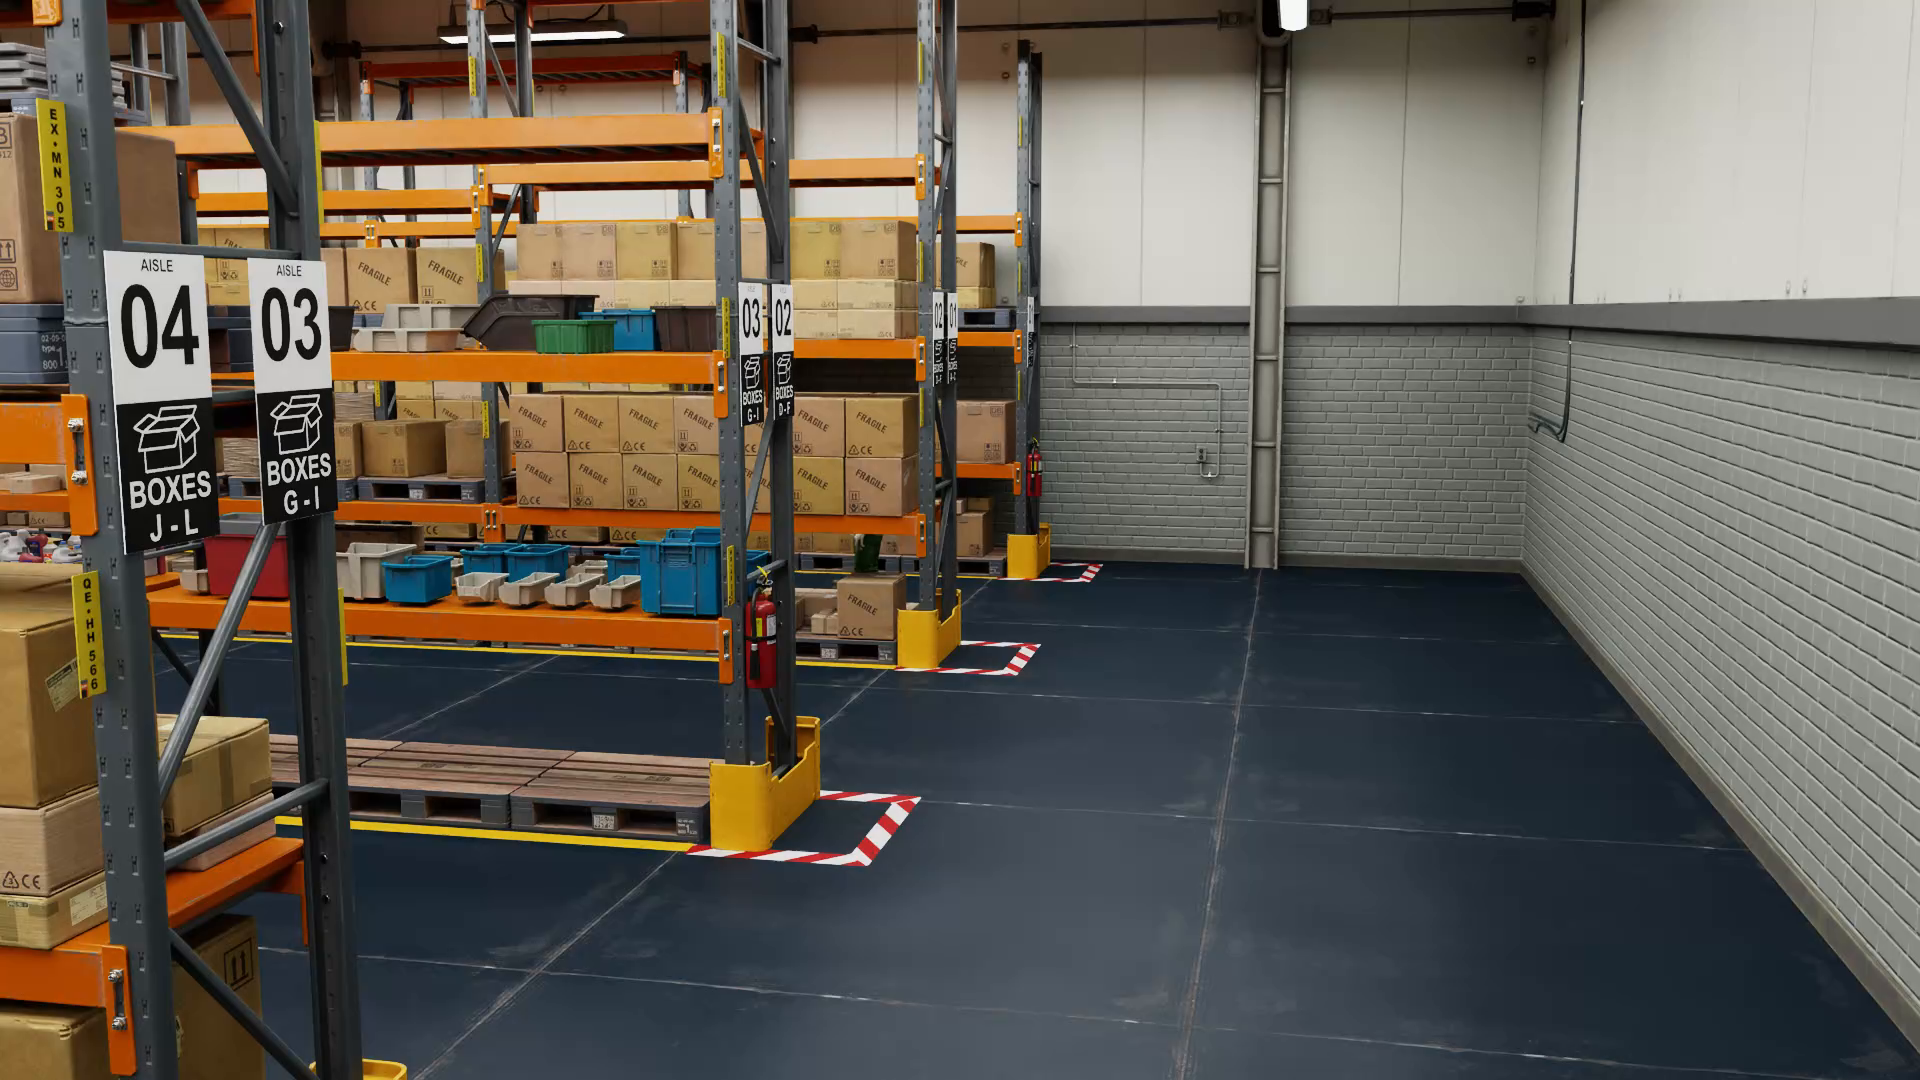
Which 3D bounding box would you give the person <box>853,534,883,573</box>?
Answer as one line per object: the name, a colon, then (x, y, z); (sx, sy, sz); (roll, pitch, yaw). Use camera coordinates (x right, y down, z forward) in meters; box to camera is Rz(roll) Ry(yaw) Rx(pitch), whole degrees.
person: (-0.925, -0.087, 16.384); (0.450, 1.779, 0.619); (1, 8, 8)
